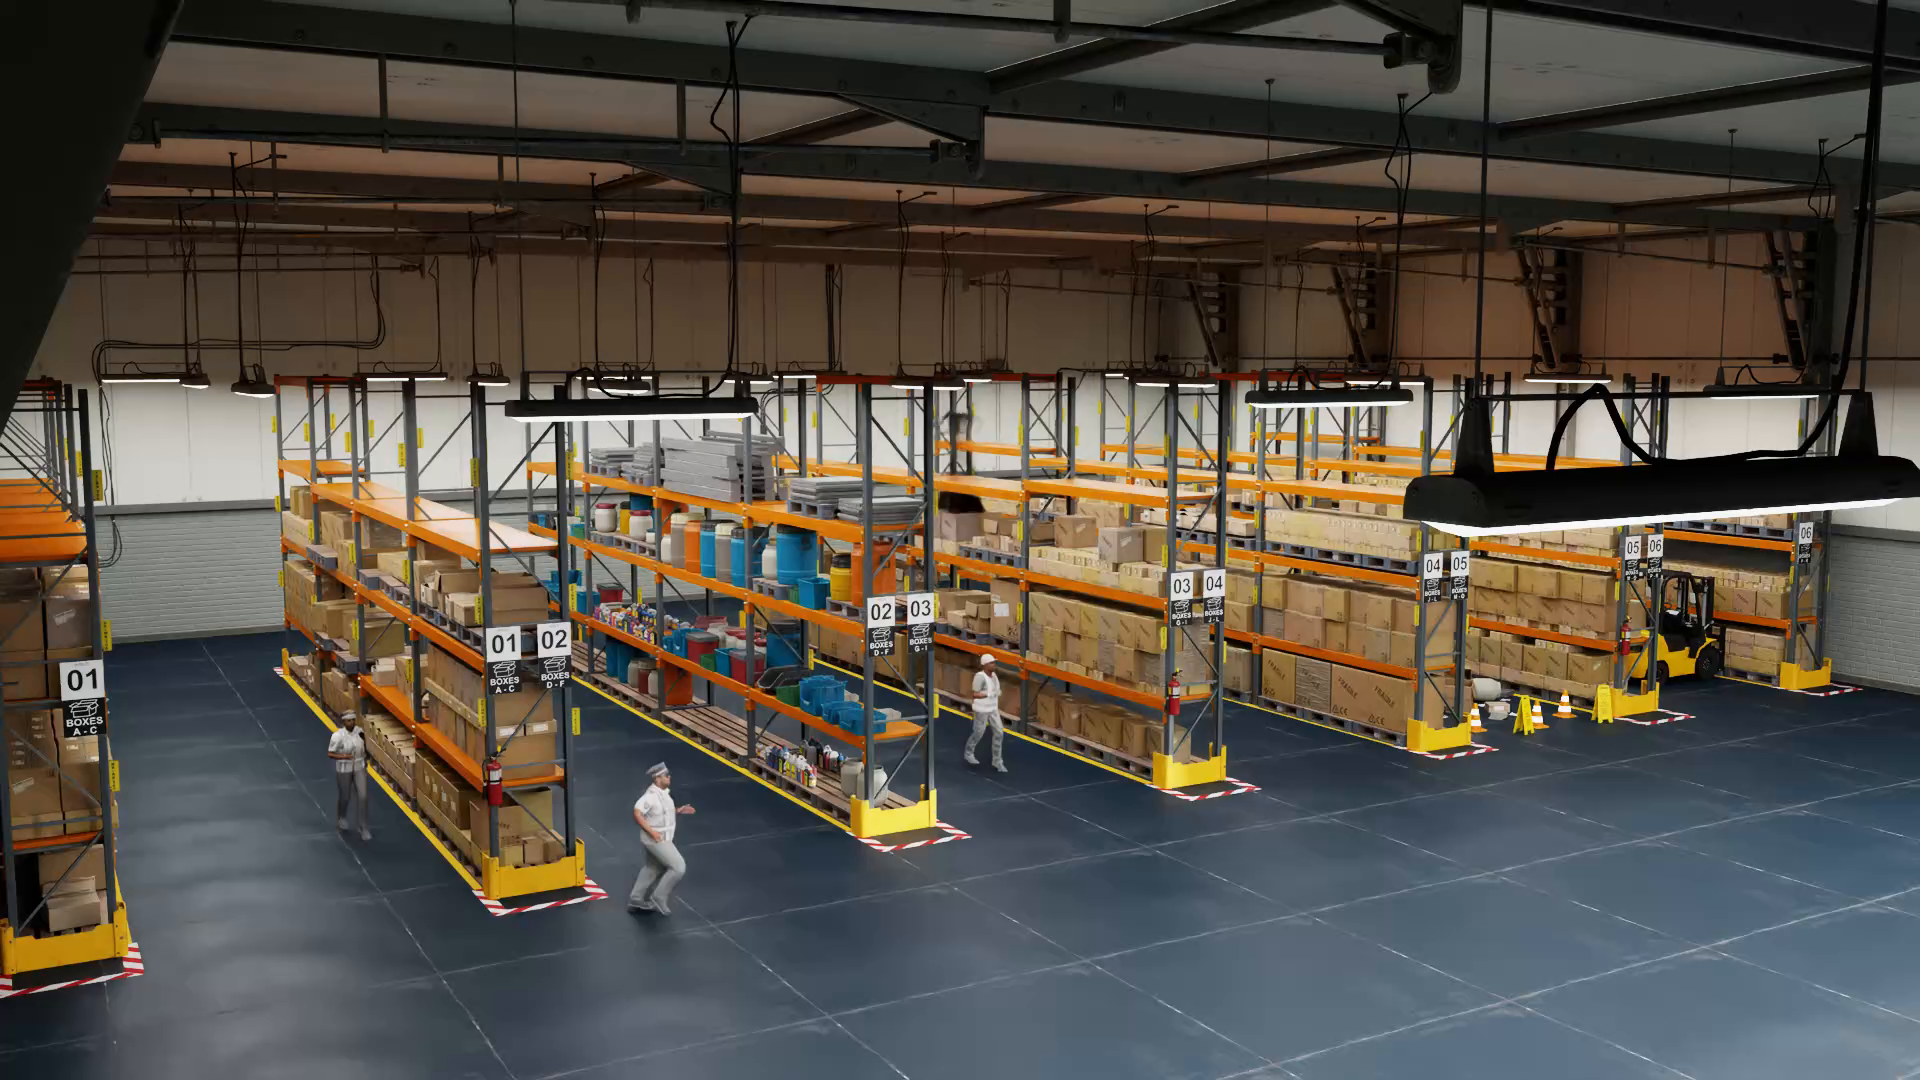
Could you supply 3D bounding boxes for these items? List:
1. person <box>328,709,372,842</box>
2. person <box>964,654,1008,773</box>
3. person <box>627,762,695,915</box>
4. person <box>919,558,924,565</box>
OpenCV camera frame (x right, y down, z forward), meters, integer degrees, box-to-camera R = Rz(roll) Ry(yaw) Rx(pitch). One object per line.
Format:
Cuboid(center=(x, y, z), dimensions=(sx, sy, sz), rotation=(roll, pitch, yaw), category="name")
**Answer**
Cuboid(center=(-8.086, 3.073, 22.019), dimensions=(0.569, 1.736, 0.851), rotation=(-5, 8, -36), category="person")
Cuboid(center=(0.359, 2.661, 25.553), dimensions=(0.796, 1.847, 0.646), rotation=(5, 8, 39), category="person")
Cuboid(center=(-3.404, 3.406, 18.886), dimensions=(0.789, 1.801, 0.698), rotation=(-1, 6, -7), category="person")
Cuboid(center=(-0.838, 1.262, 38.707), dimensions=(0.577, 1.746, 0.731), rotation=(-3, 7, -28), category="person")
